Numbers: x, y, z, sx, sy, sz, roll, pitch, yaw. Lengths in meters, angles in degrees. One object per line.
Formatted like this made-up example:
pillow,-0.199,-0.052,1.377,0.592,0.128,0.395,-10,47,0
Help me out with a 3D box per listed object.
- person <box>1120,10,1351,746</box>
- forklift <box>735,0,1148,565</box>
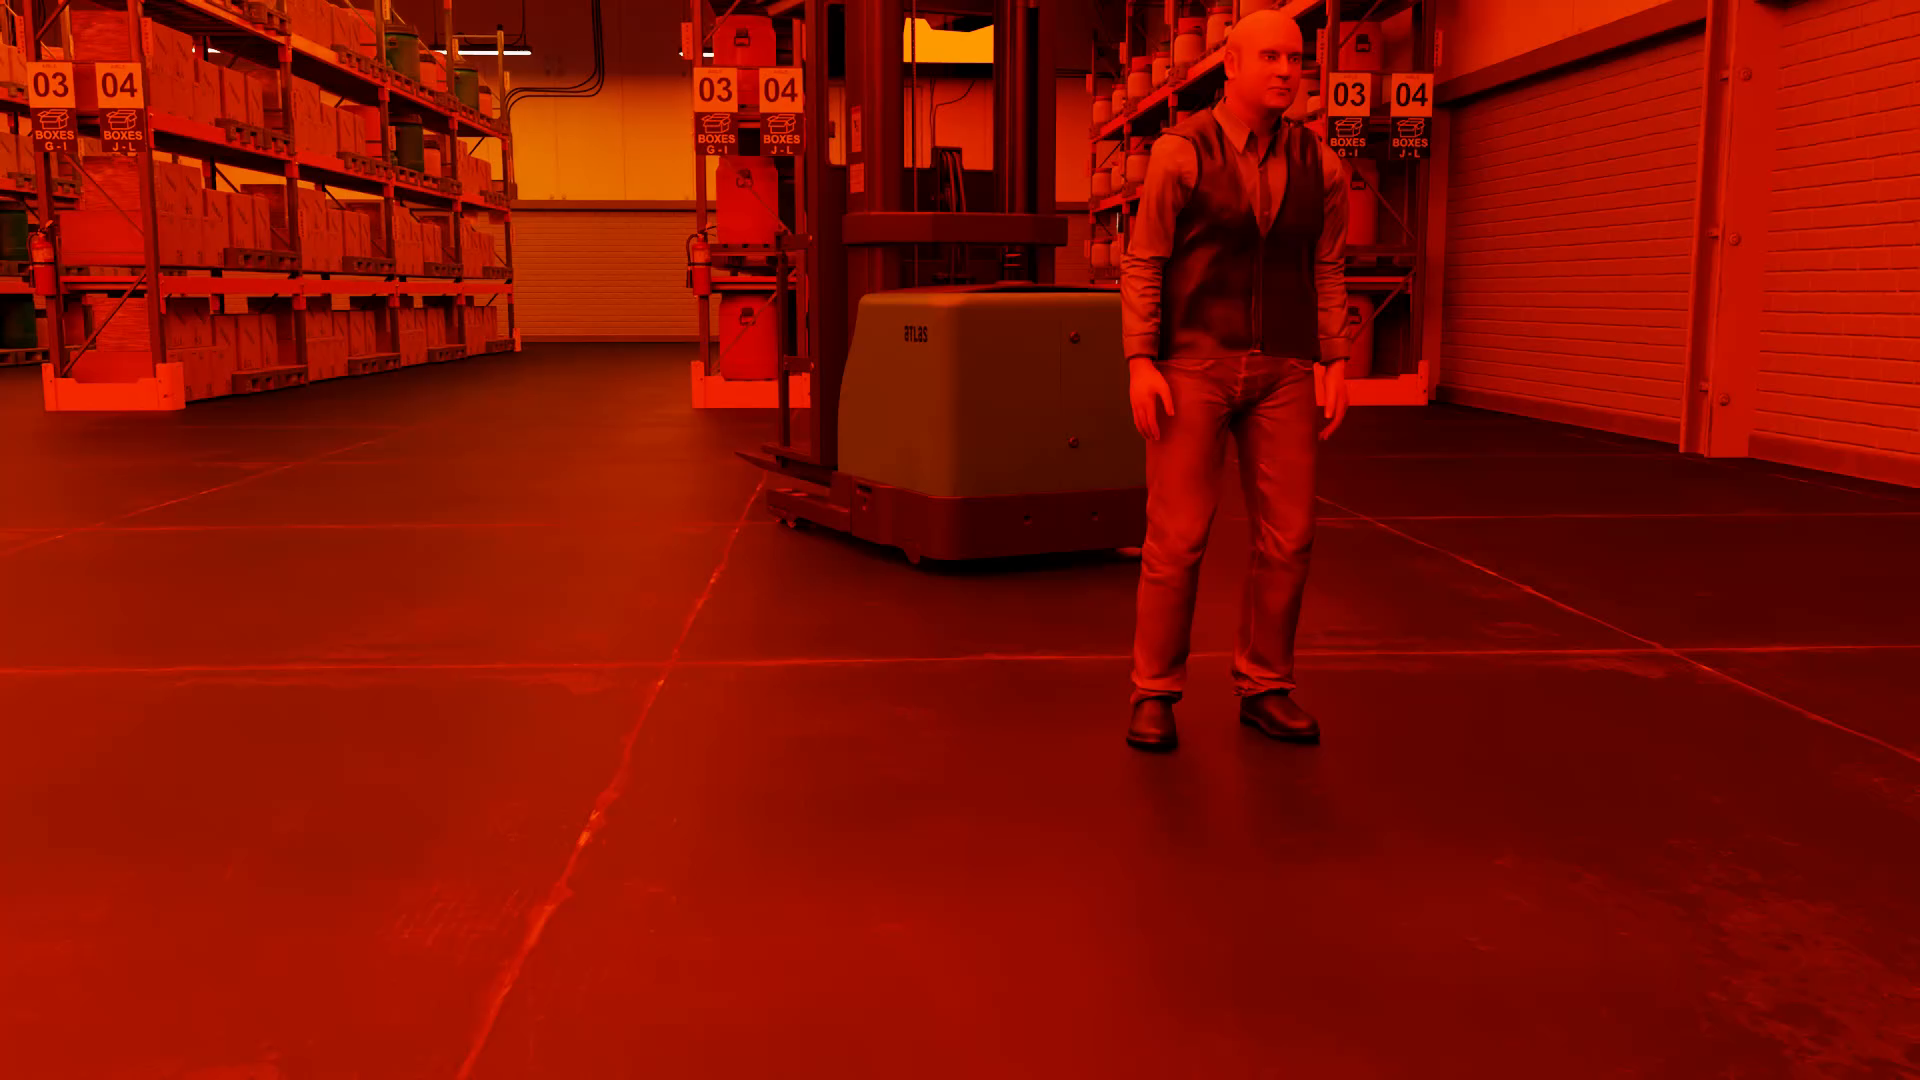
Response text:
person,0.664,-0.382,4.030,0.591,1.720,0.426,-2,9,-13
forklift,-0.264,-1.530,7.637,1.130,2.935,3.031,-4,9,-25
